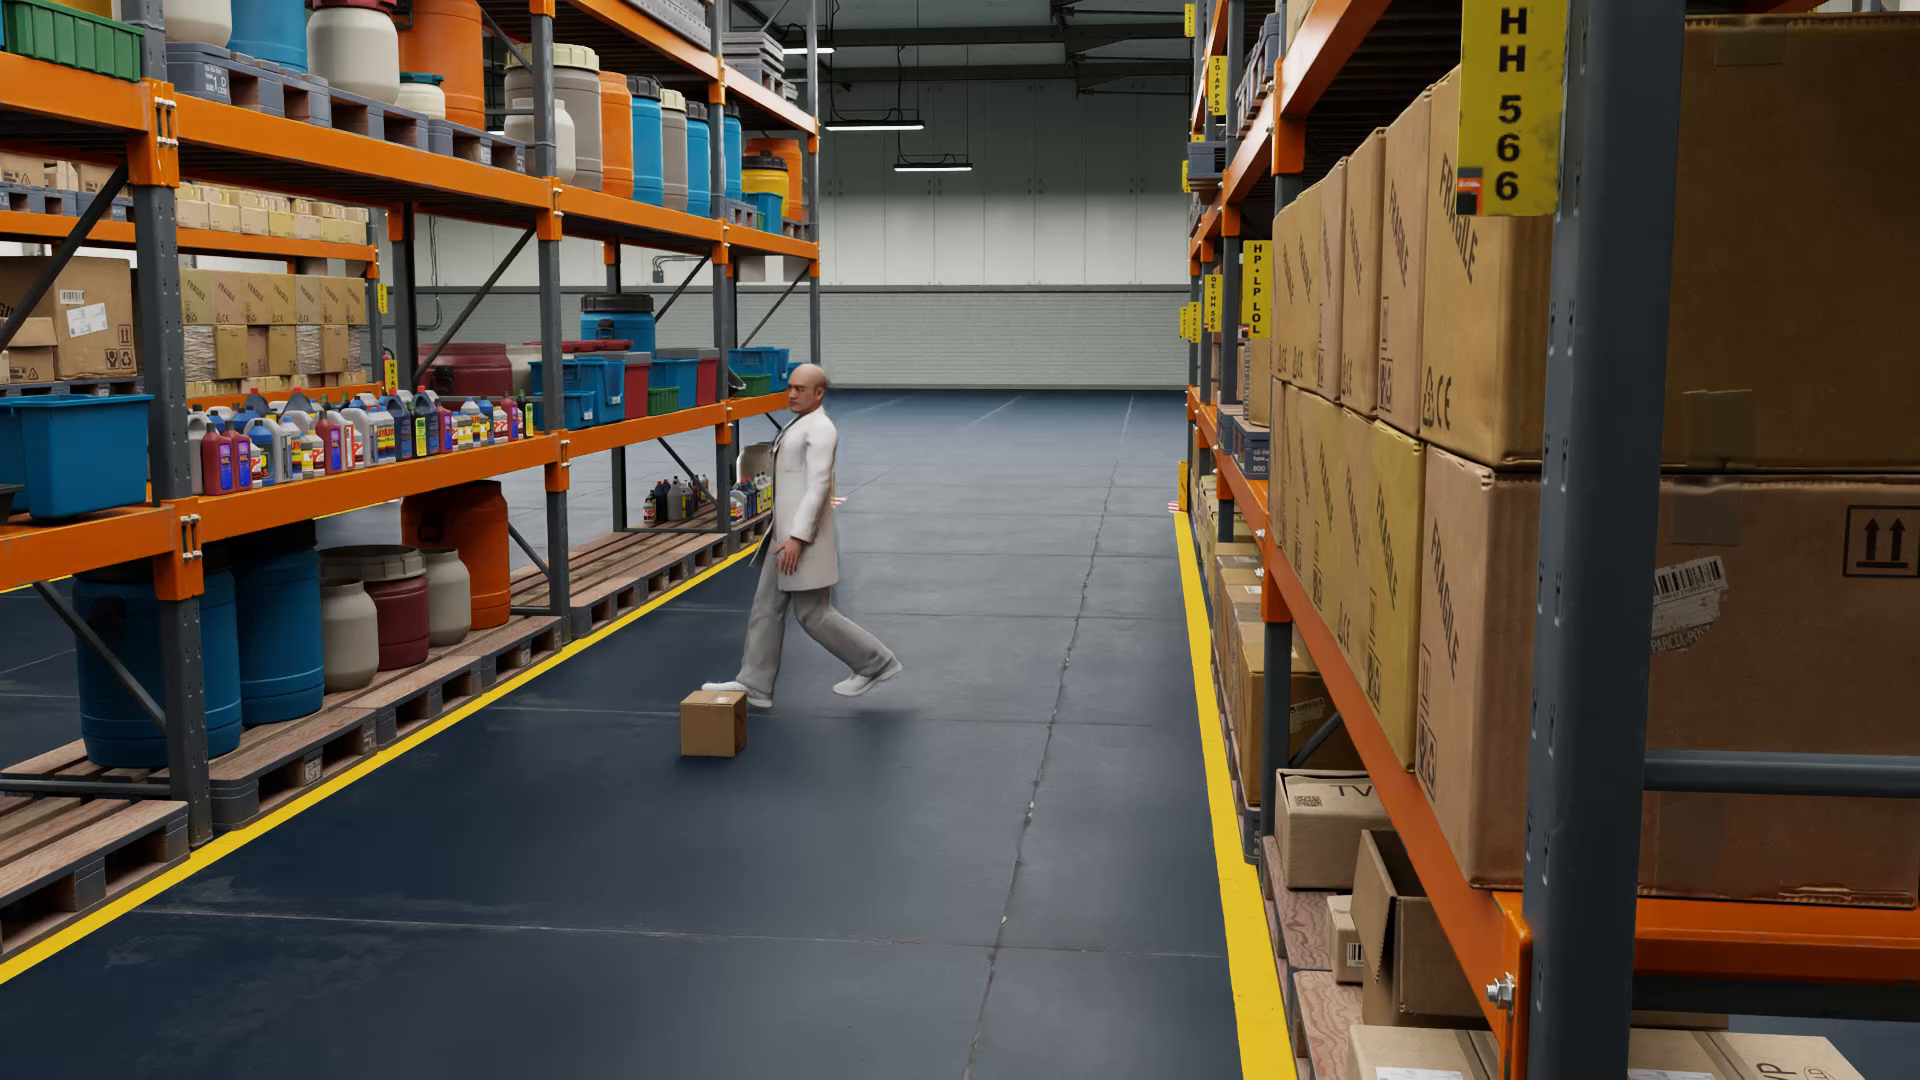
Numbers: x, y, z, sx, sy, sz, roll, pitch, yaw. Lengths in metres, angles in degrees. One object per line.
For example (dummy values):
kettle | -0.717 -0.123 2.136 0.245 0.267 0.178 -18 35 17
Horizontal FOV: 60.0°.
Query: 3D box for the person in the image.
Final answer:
person | -0.806 -0.011 8.425 1.012 1.756 0.630 -2 8 -16
